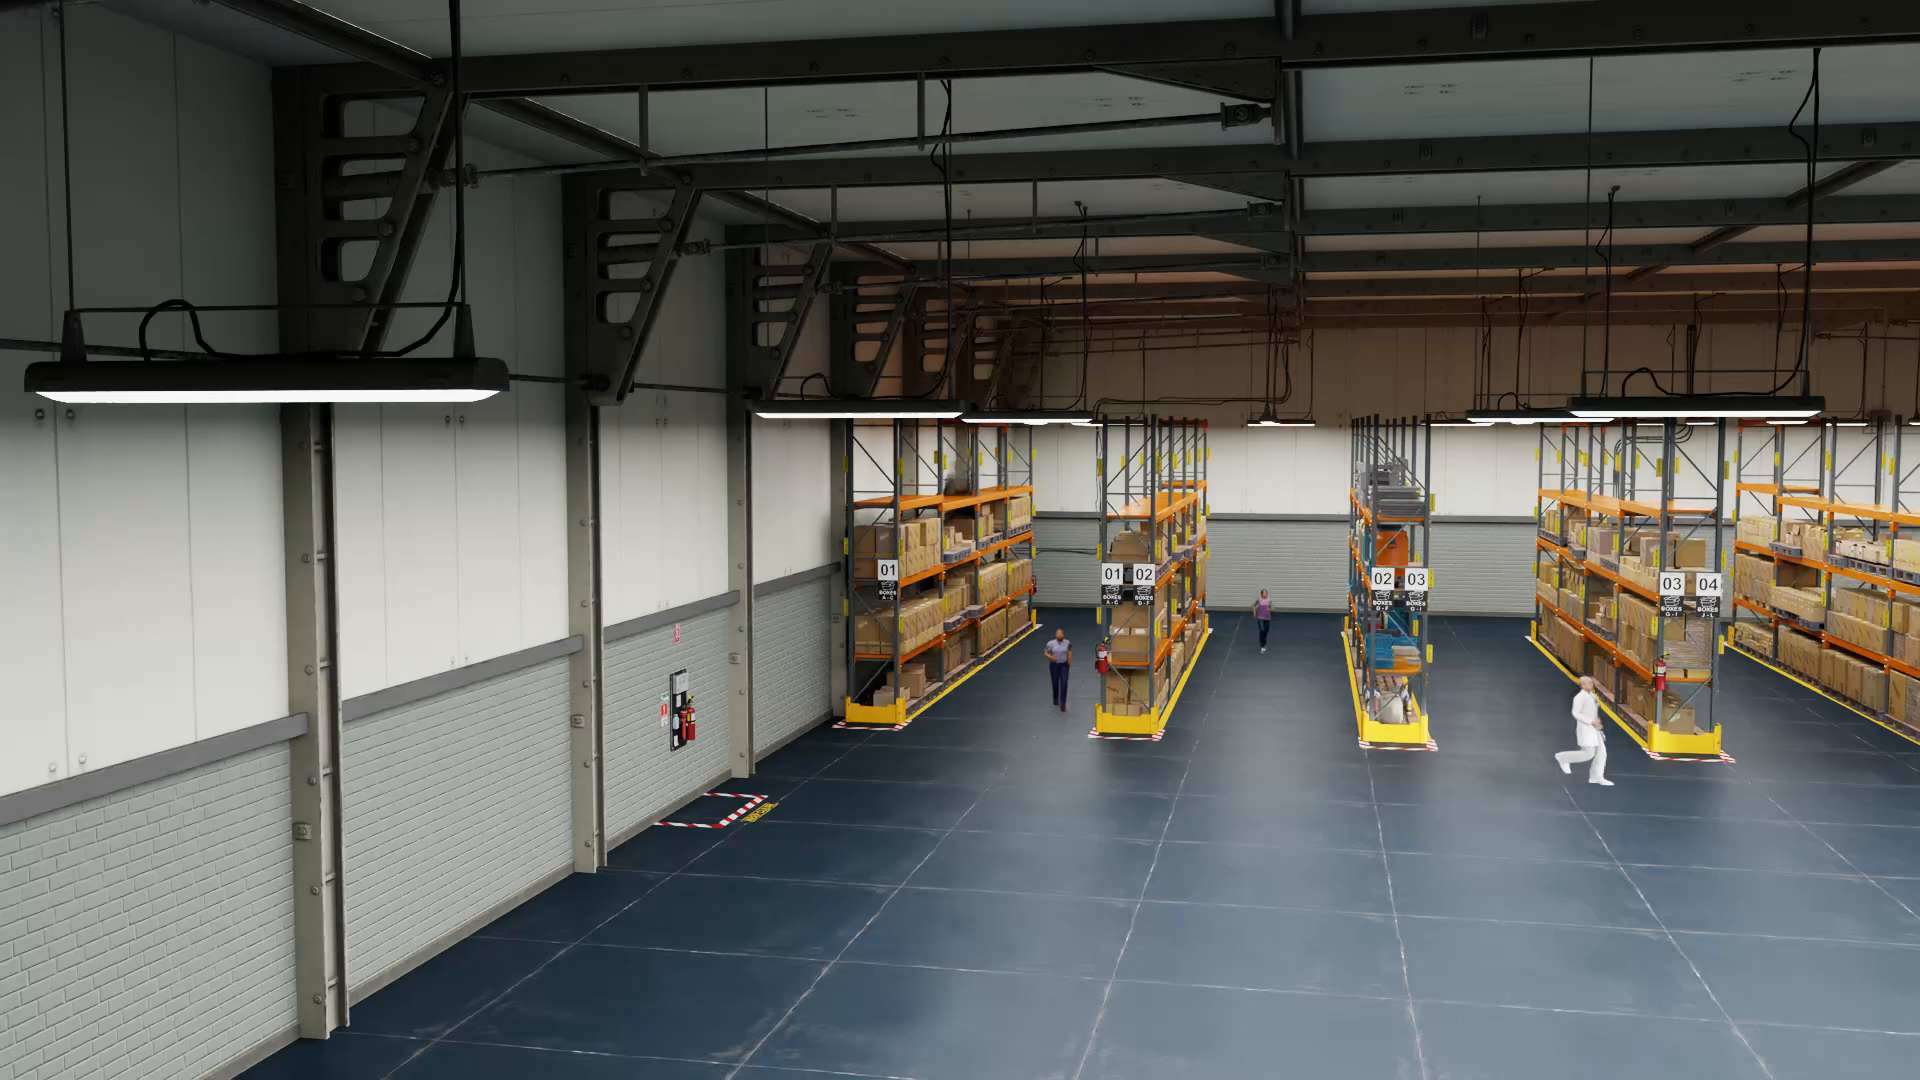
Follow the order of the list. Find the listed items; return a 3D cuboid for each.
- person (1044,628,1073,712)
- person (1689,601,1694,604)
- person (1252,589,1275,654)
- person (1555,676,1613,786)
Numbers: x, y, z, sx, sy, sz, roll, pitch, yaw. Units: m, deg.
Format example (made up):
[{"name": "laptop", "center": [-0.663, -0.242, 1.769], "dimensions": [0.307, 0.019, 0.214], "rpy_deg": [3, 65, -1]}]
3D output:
[{"name": "person", "center": [2.018, 2.638, 34.042], "dimensions": [0.598, 1.678, 0.851], "rpy_deg": [0, 4, 3]}, {"name": "person", "center": [19.140, 1.929, 44.288], "dimensions": [0.541, 1.694, 0.746], "rpy_deg": [-3, 5, -41]}, {"name": "person", "center": [7.807, 2.070, 42.766], "dimensions": [0.518, 1.616, 0.783], "rpy_deg": [0, 4, -4]}, {"name": "person", "center": [10.126, 3.070, 26.894], "dimensions": [0.904, 1.744, 0.725], "rpy_deg": [3, 5, 41]}]
